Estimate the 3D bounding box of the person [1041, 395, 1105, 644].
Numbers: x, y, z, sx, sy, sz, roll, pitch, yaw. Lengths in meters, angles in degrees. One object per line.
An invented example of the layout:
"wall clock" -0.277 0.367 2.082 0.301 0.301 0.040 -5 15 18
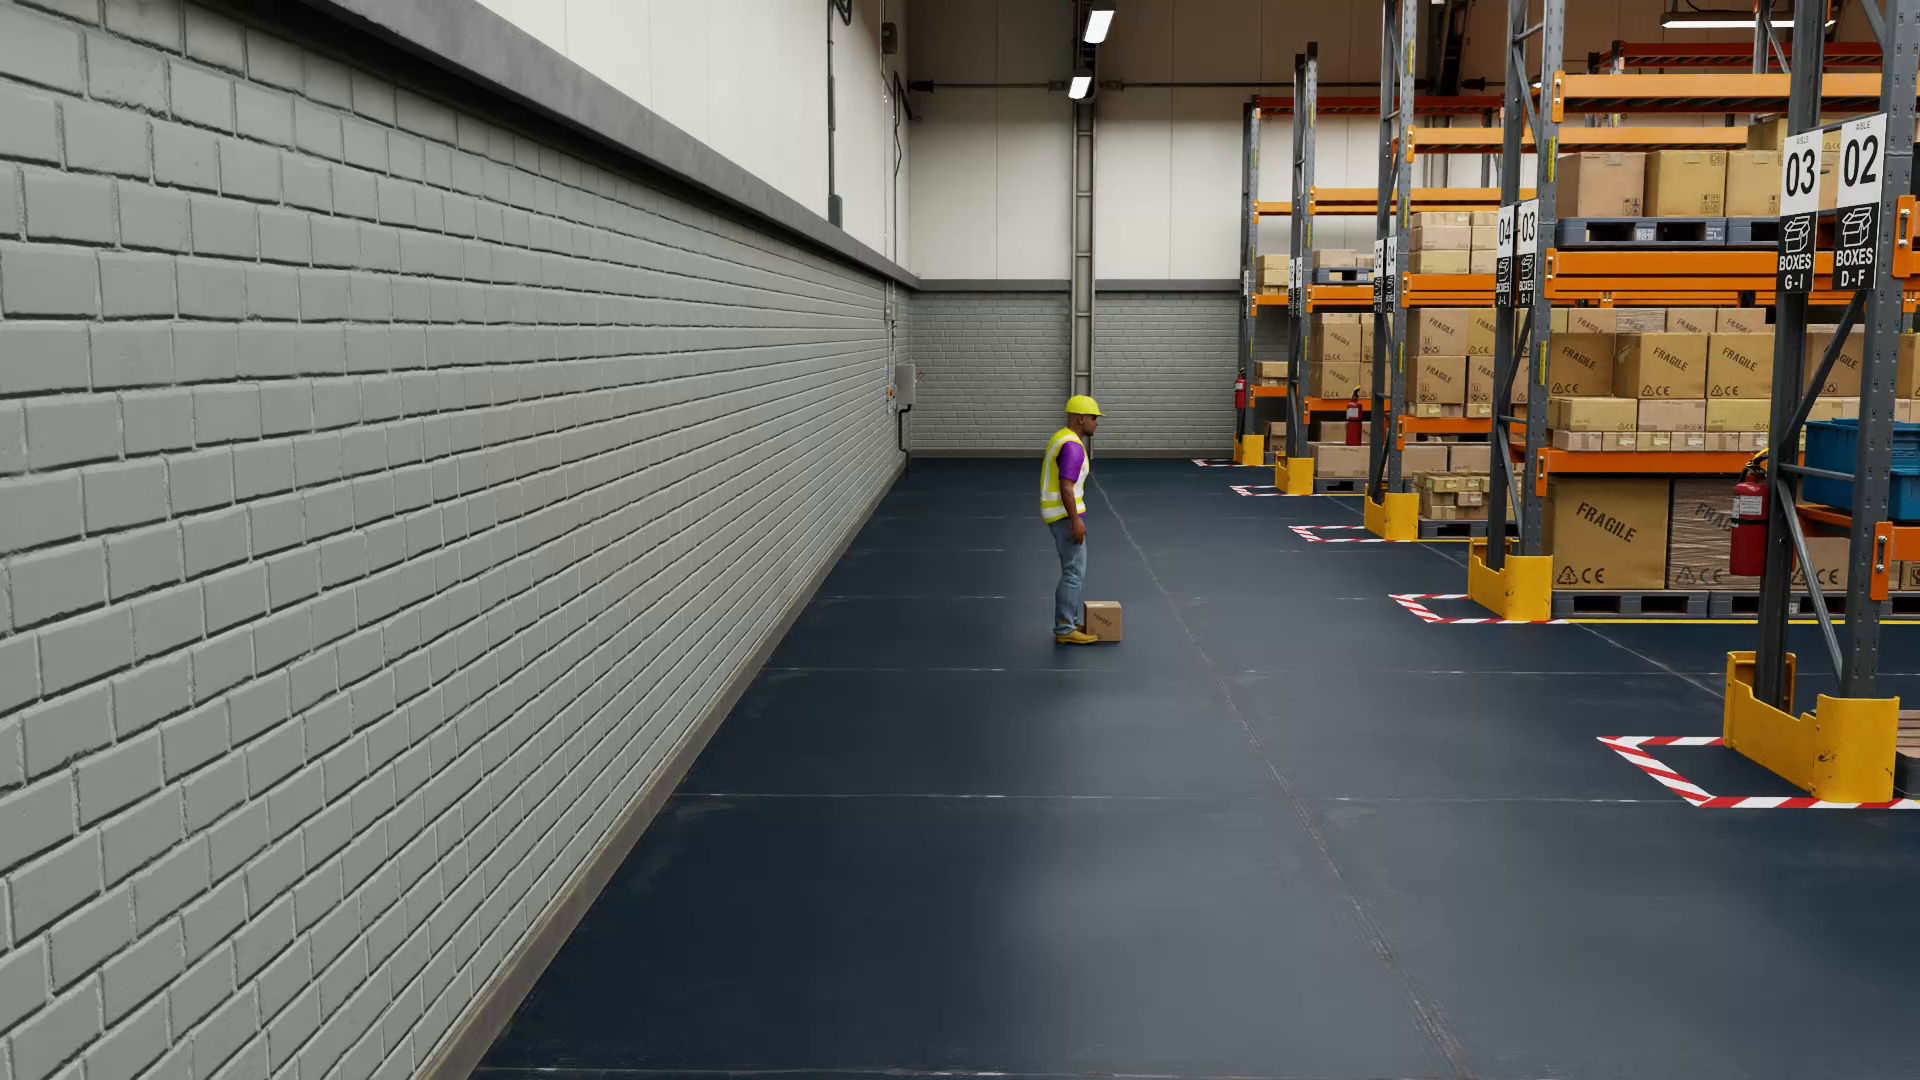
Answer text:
"person" 0.808 -0.159 11.956 0.458 1.761 0.626 0 7 1
